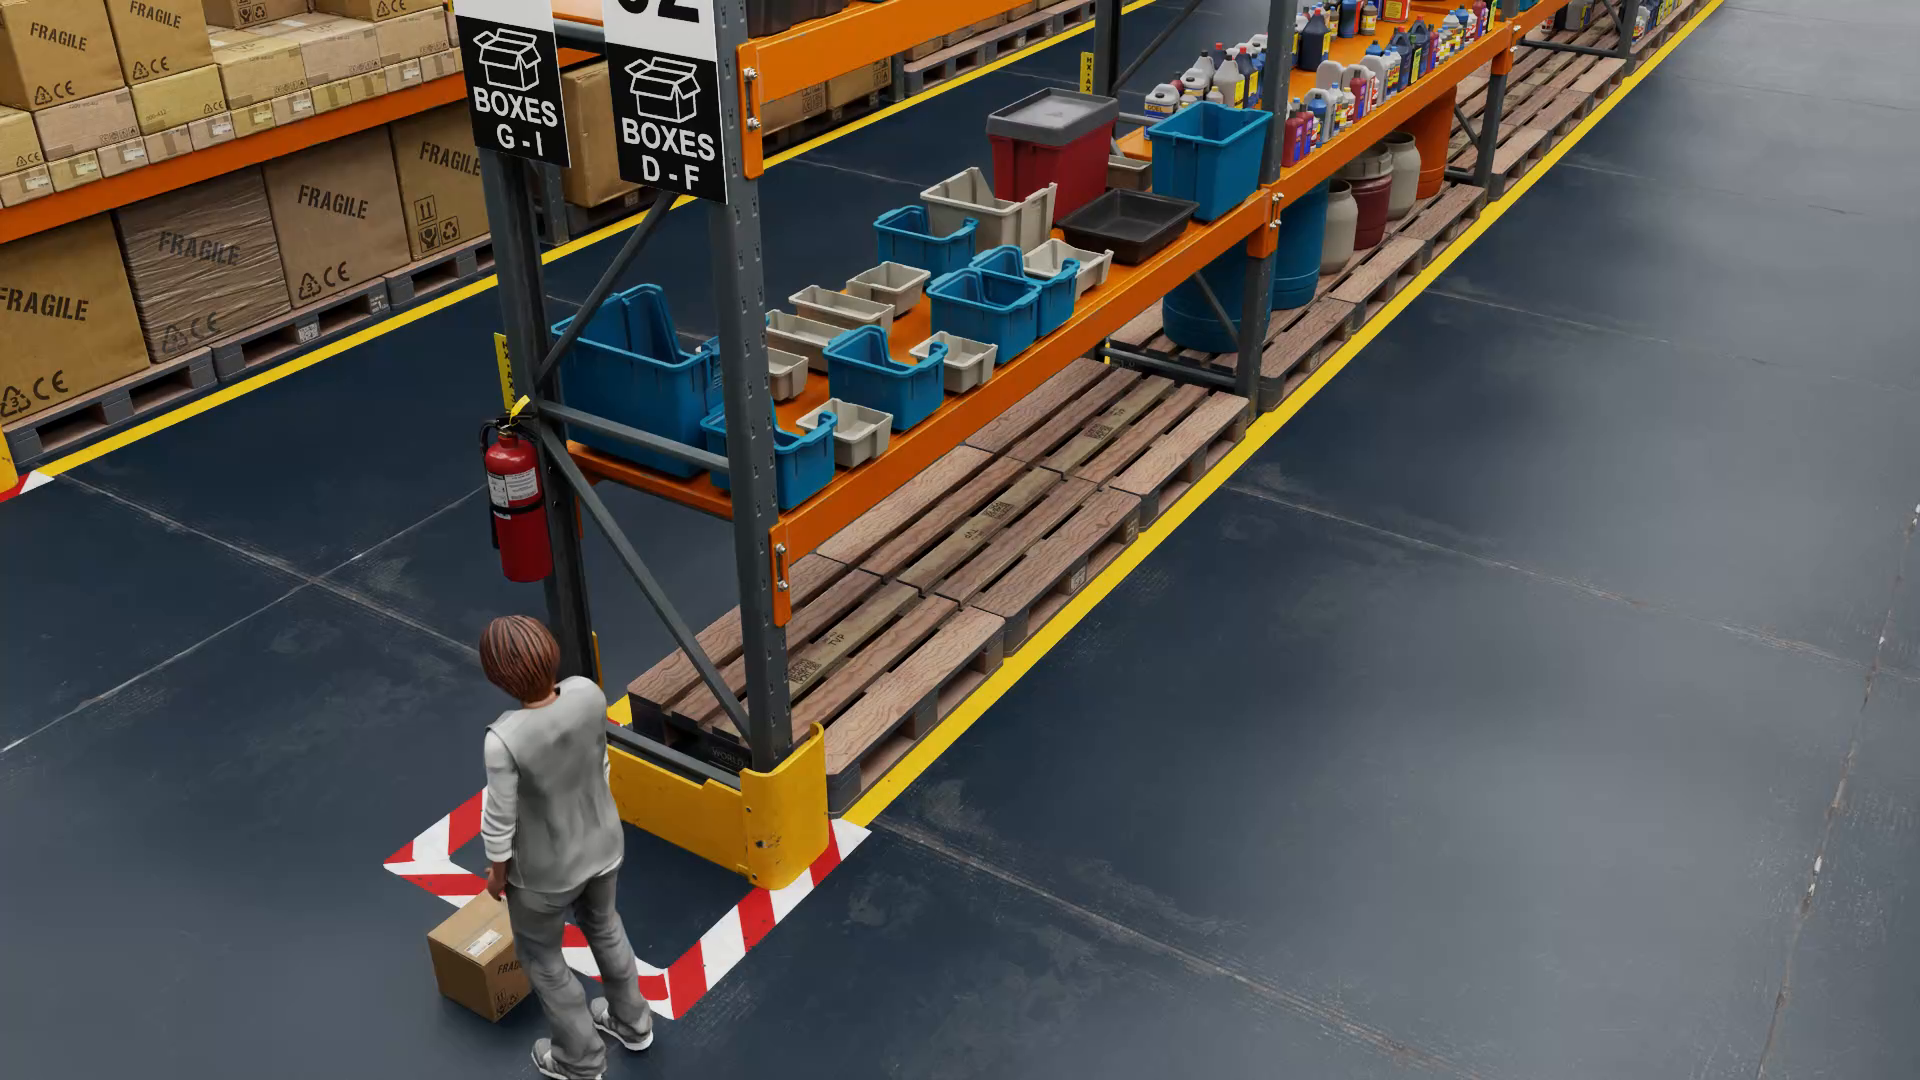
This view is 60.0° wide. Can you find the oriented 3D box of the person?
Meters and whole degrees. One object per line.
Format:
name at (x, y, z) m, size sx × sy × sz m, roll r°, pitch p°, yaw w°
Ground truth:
person at (-1.136, 0.904, 4.690) m, size 0.298 × 1.590 × 0.410 m, roll 23°, pitch 38°, yaw 33°
